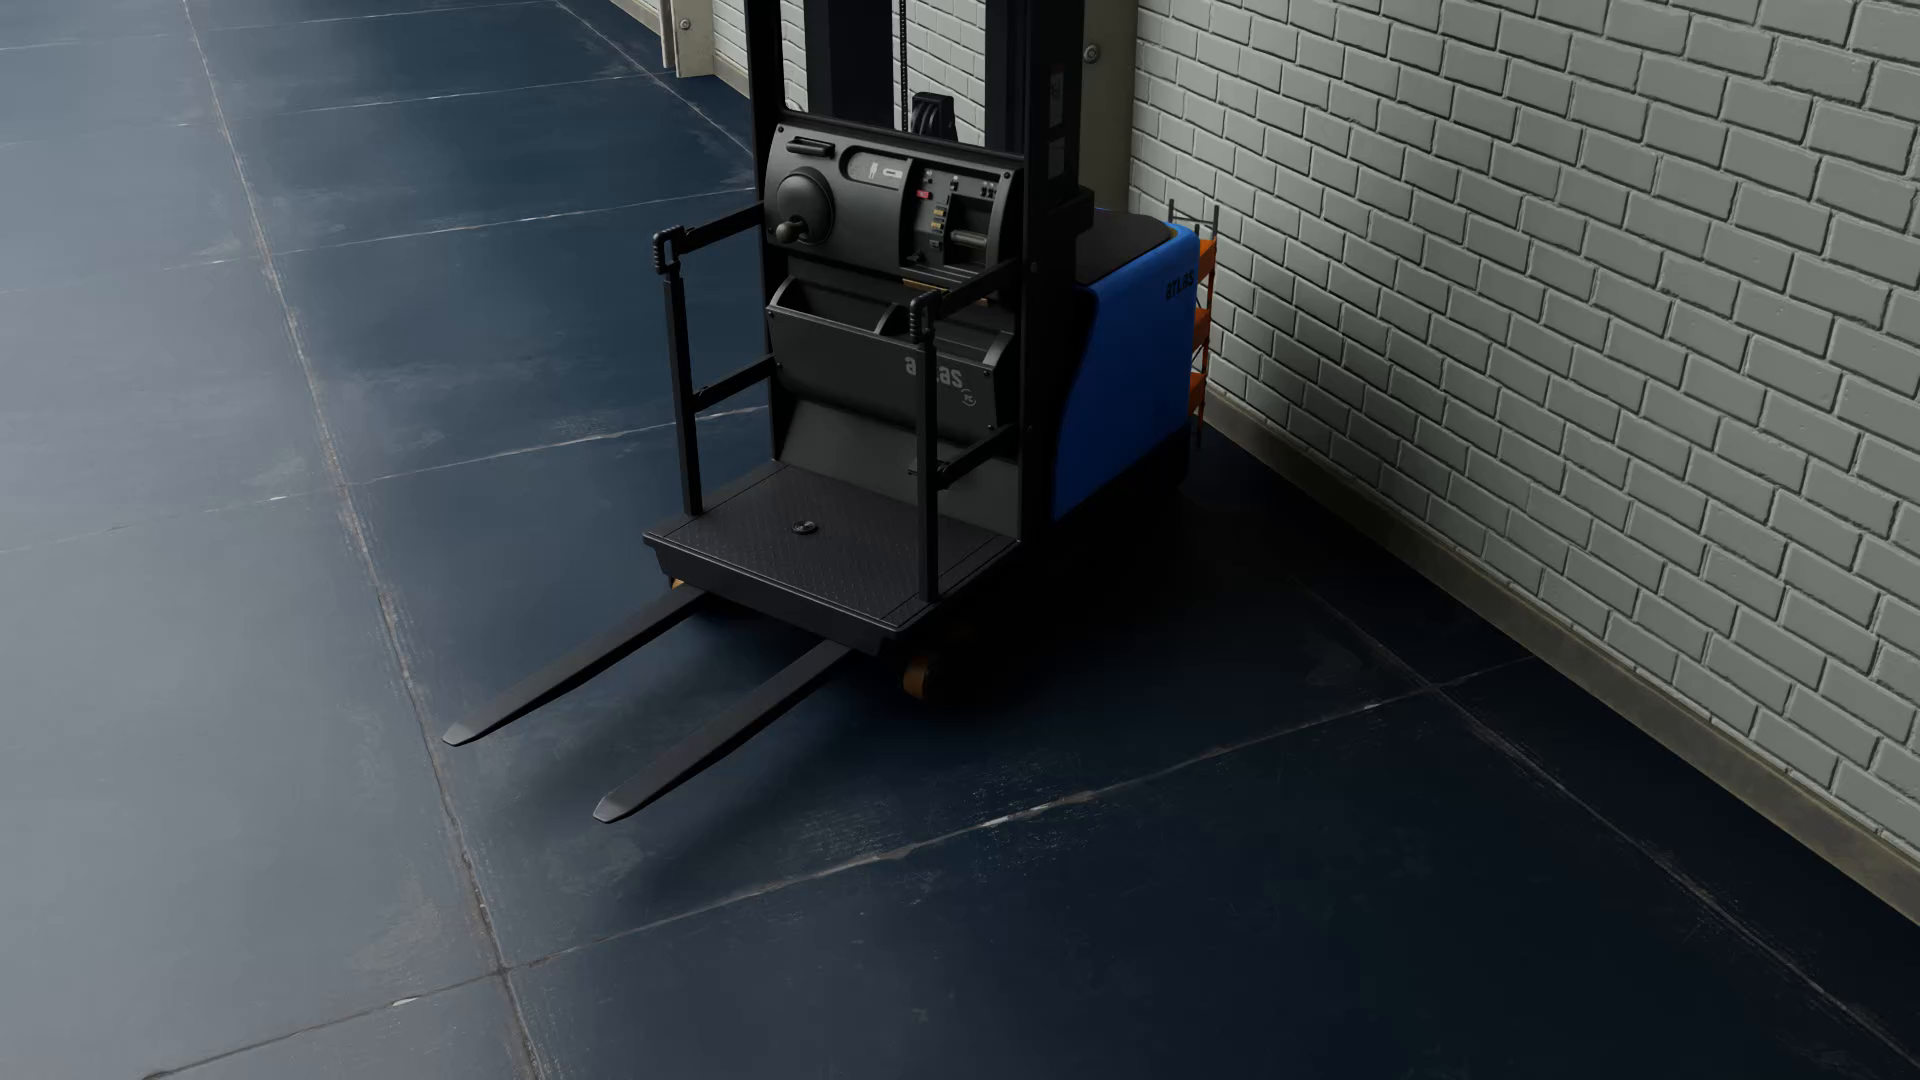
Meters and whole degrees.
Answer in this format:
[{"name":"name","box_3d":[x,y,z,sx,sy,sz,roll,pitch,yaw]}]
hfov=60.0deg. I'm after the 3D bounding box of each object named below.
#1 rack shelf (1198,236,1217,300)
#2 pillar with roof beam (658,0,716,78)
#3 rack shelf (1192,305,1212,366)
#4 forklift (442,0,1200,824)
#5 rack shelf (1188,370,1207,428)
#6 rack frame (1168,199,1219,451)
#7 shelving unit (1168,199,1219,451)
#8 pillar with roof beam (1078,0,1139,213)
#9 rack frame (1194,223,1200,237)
[{"name":"rack shelf","box_3d":[0.854,-1.033,6.460,0.215,0.259,0.240,13,32,22]},{"name":"pillar with roof beam","box_3d":[-5.930,-6.585,8.793,9.100,9.000,0.400,-13,32,-22]},{"name":"rack shelf","box_3d":[0.854,-0.785,6.599,0.215,0.259,0.240,13,32,22]},{"name":"forklift","box_3d":[-0.354,-1.028,5.087,1.130,2.935,3.031,19,34,30]},{"name":"rack shelf","box_3d":[0.854,-0.543,6.735,0.215,0.259,0.240,13,32,22]},{"name":"rack frame","box_3d":[0.906,-0.849,6.690,0.200,1.050,0.008,13,32,22]},{"name":"shelving unit","box_3d":[0.854,-0.795,6.594,0.215,1.050,0.252,13,32,22]},{"name":"pillar with roof beam","box_3d":[-3.354,-3.935,4.067,9.100,9.000,0.400,-13,32,-22]},{"name":"rack frame","box_3d":[0.803,-0.741,6.497,0.200,1.050,0.008,13,32,22]}]
